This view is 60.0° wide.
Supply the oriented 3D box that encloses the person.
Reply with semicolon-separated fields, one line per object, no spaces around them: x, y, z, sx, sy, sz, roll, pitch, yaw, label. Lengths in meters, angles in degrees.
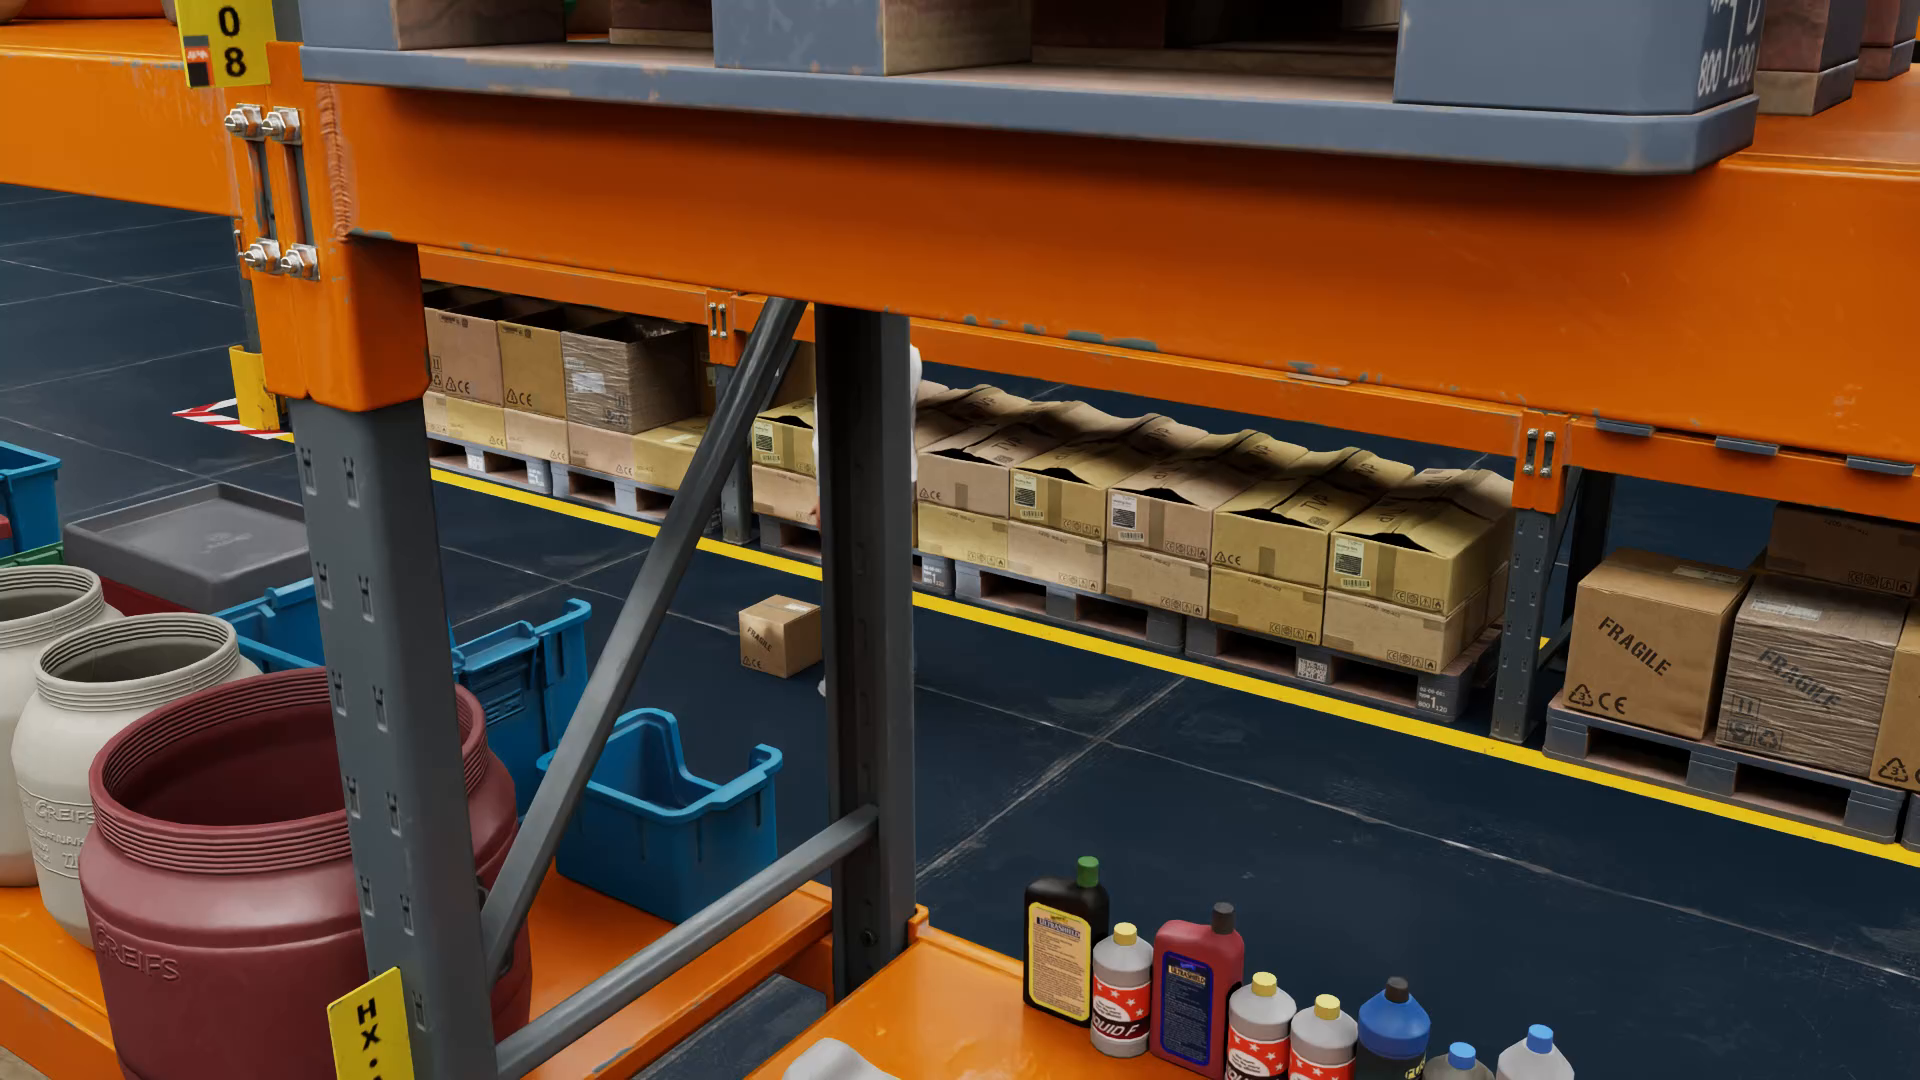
-0.383;-0.206;6.616;0.359;1.772;0.533;14;24;33;person
